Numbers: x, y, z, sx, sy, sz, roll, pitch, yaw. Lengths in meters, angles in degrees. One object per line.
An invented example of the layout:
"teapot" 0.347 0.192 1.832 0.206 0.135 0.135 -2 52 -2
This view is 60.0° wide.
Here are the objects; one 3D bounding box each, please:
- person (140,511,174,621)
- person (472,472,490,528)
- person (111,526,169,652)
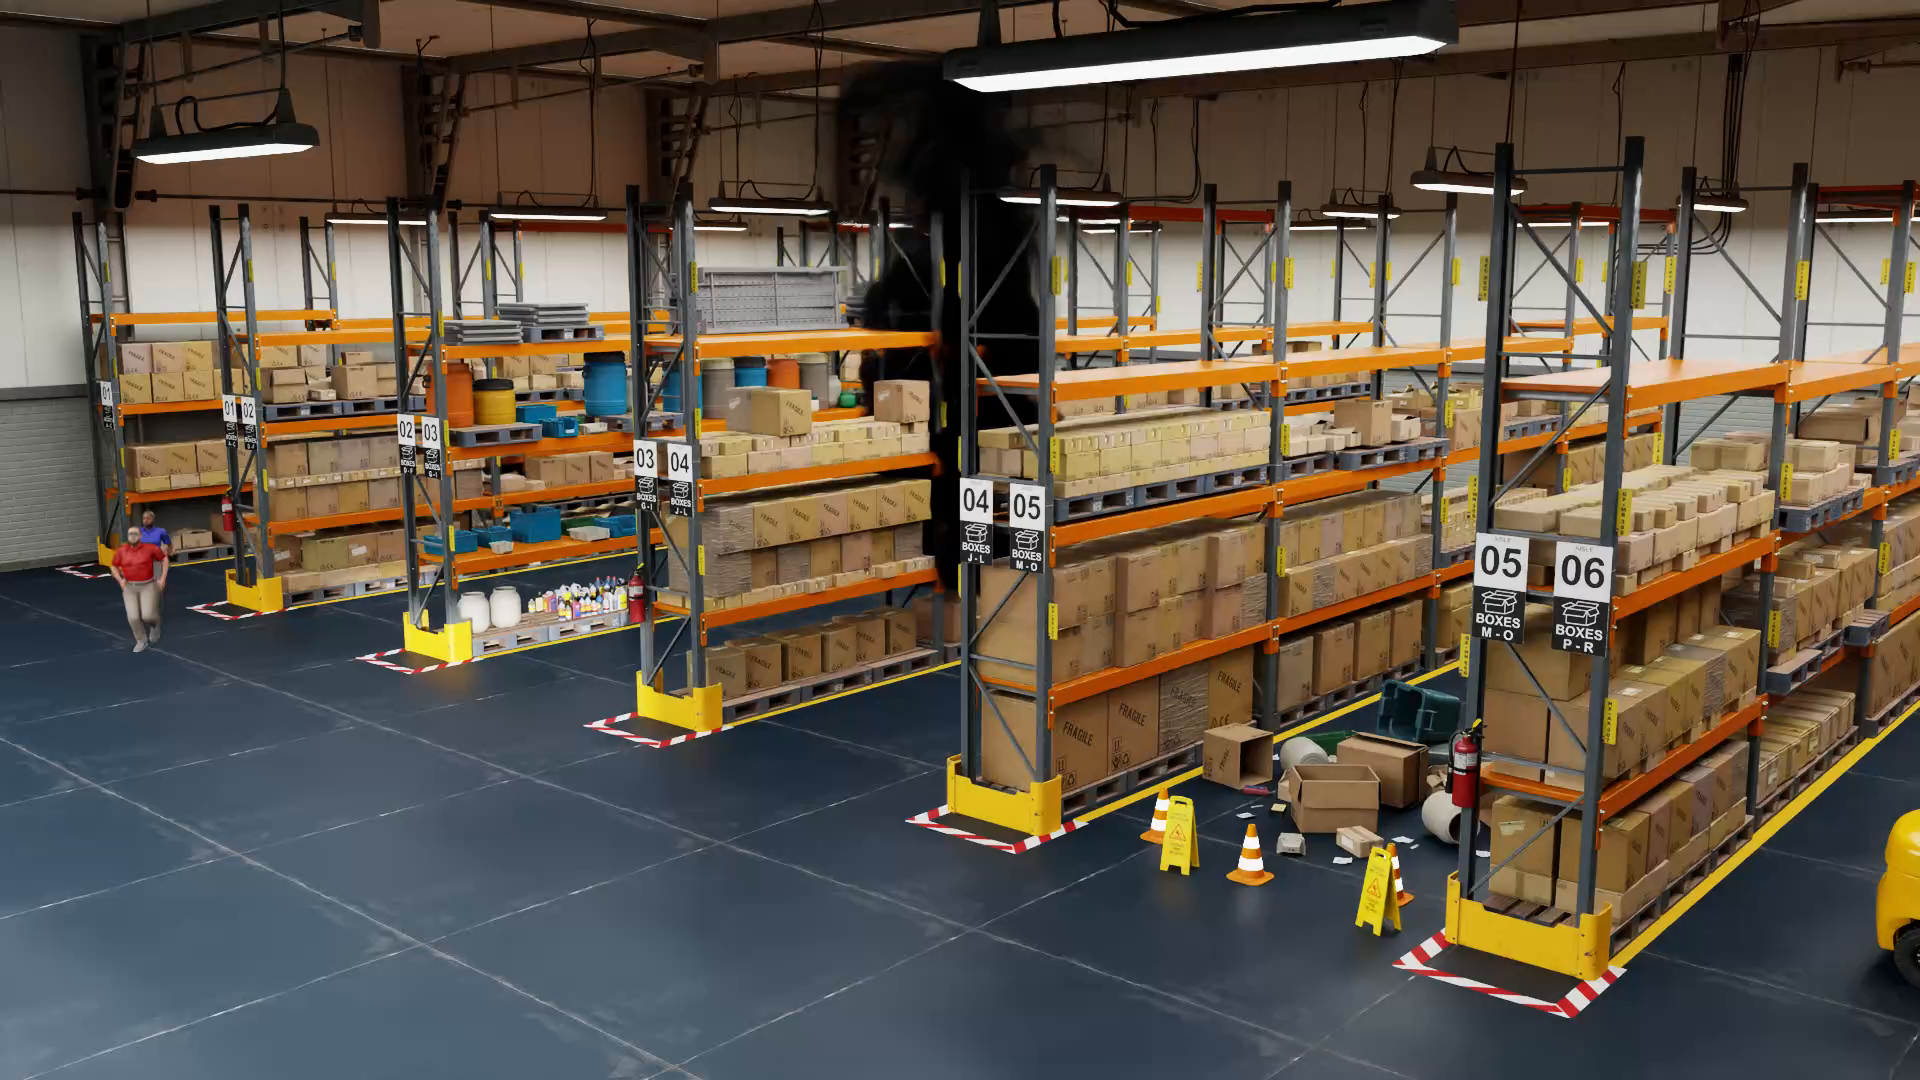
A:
"person" -11.721 0.387 24.134 0.594 1.657 0.652 -3 10 -18
"person" -8.631 -0.628 29.818 0.653 1.755 0.637 9 13 42
"person" -11.010 0.645 22.352 0.698 1.686 0.620 -3 10 -18
